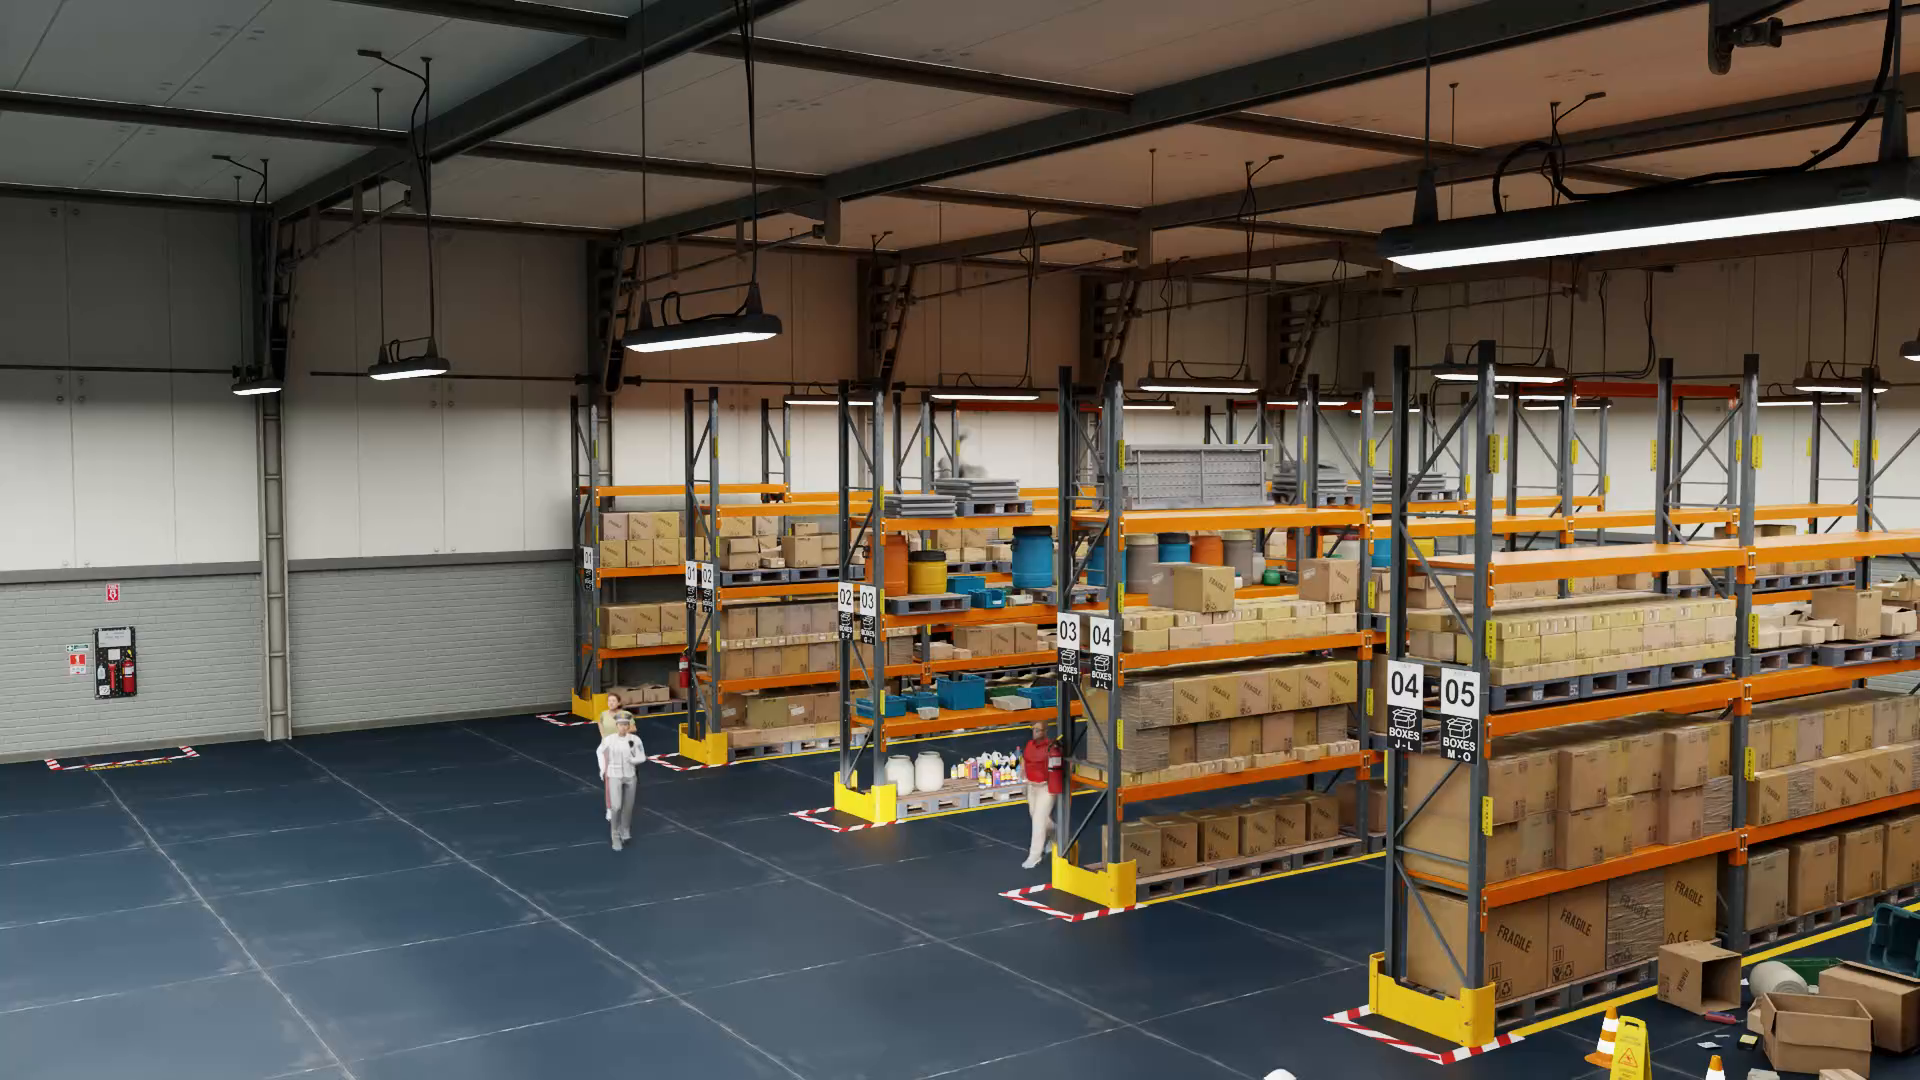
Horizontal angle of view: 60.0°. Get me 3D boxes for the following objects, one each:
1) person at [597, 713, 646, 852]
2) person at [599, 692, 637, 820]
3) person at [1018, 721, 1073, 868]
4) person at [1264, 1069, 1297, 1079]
[{"bbox_3d":[-4.281,3.054,21.079,0.576,1.749,0.719,-1,4,-18],"label":"person"},{"bbox_3d":[-4.734,2.953,22.989,0.551,1.714,0.824,0,3,-6],"label":"person"},{"bbox_3d":[1.028,3.080,20.379,0.867,1.755,0.686,-3,5,-44],"label":"person"},{"bbox_3d":[1.775,3.757,9.084,0.663,1.739,0.533,1,4,15],"label":"person"}]
